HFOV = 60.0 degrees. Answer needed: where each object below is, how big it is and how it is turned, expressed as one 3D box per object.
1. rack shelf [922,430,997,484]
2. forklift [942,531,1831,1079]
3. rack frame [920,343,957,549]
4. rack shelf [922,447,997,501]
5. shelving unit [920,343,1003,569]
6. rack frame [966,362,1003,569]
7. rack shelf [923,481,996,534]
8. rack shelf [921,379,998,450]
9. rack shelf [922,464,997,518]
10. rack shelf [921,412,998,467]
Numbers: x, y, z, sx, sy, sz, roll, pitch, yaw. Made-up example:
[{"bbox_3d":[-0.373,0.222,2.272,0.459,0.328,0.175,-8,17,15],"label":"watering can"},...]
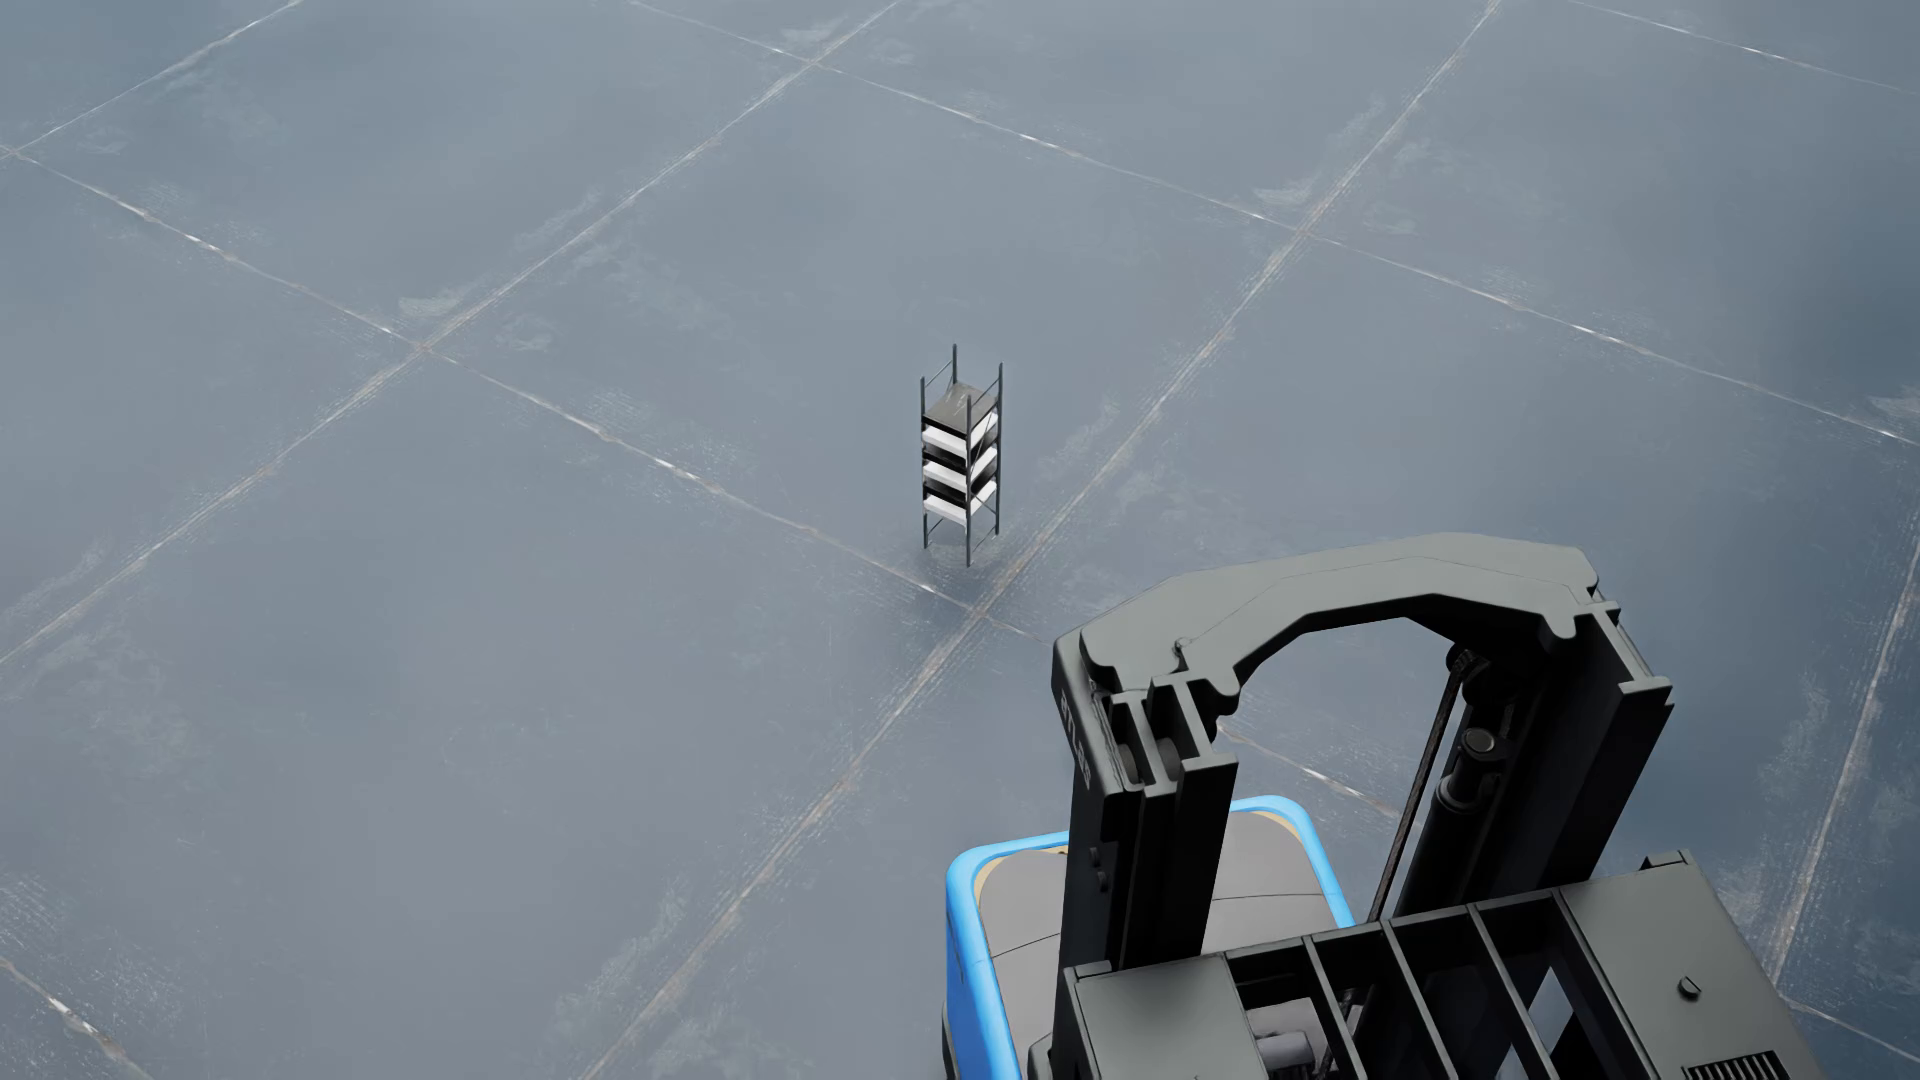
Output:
[{"bbox_3d":[0.007,-0.350,6.384,0.200,0.077,0.258,25,51,22],"label":"rack shelf"},{"bbox_3d":[0.754,1.525,3.224,1.130,2.935,3.031,-9,46,-8],"label":"forklift"},{"bbox_3d":[-0.079,-0.350,6.462,0.006,0.900,0.240,25,51,22],"label":"rack frame"},{"bbox_3d":[0.007,-0.287,6.448,0.200,0.077,0.258,25,51,22],"label":"rack shelf"},{"bbox_3d":[0.007,-0.310,6.424,0.210,0.900,0.258,25,51,22],"label":"shelving unit"},{"bbox_3d":[0.092,-0.271,6.386,0.006,0.900,0.240,25,51,22],"label":"rack frame"},{"bbox_3d":[0.007,-0.162,6.577,0.200,0.077,0.258,25,51,22],"label":"rack shelf"},{"bbox_3d":[0.007,-0.475,6.254,0.200,0.077,0.258,25,51,22],"label":"rack shelf"},{"bbox_3d":[0.007,-0.225,6.513,0.200,0.077,0.258,25,51,22],"label":"rack shelf"},{"bbox_3d":[0.007,-0.413,6.319,0.200,0.077,0.258,25,51,22],"label":"rack shelf"}]
